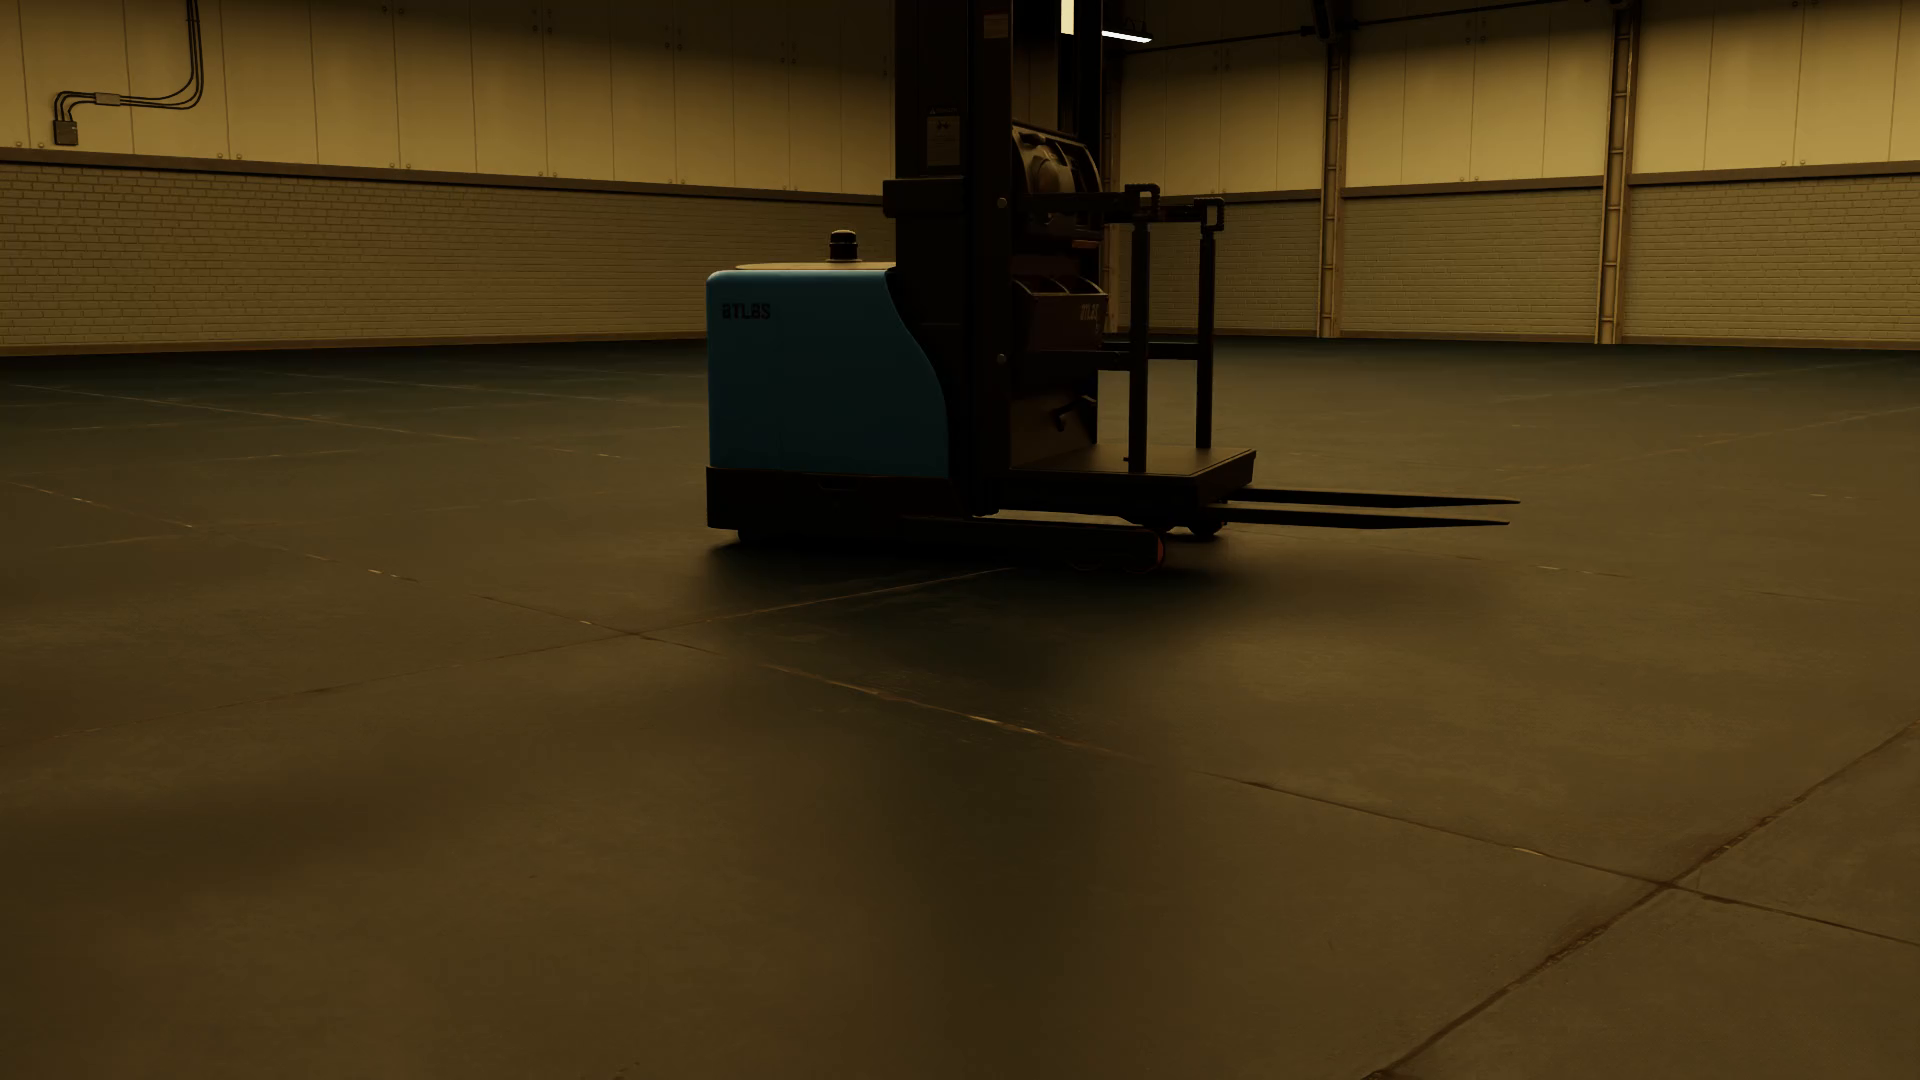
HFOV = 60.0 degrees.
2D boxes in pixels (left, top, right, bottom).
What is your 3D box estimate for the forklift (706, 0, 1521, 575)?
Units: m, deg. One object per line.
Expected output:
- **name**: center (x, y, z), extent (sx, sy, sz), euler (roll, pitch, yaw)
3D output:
- **forklift**: center (0.565, -1.416, 6.275), extent (3.031, 2.935, 1.130), euler (3, 9, 22)
